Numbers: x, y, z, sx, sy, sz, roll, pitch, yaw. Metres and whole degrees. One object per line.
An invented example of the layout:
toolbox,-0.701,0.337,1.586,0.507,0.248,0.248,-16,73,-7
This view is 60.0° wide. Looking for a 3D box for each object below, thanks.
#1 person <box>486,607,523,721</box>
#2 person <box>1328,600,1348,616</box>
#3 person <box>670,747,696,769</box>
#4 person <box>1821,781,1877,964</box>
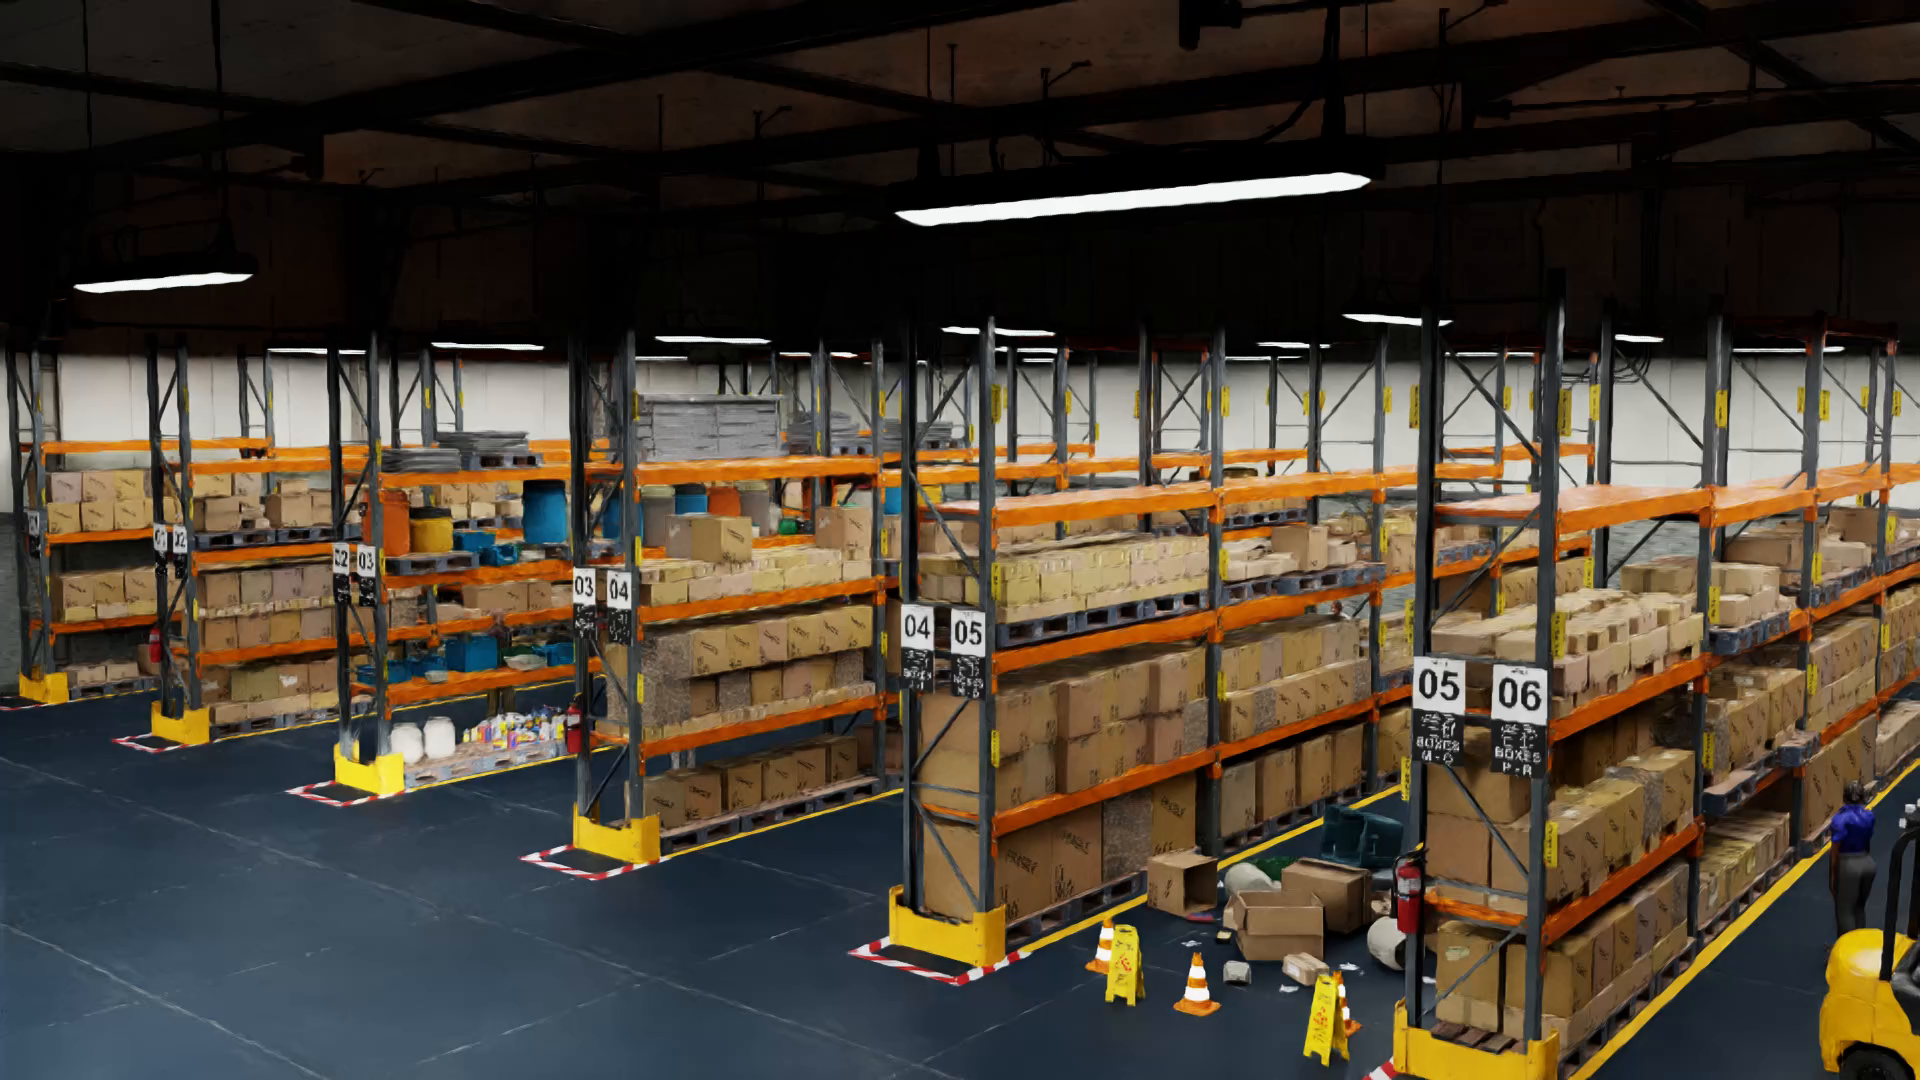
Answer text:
person,-7.098,1.928,25.875,0.514,1.773,0.638,1,5,10
person,6.603,1.793,29.029,0.566,1.541,0.519,4,6,36
person,-3.525,2.420,21.129,0.579,1.666,0.550,-2,6,-24
person,7.990,2.988,14.993,0.498,1.650,0.464,-2,5,-20
